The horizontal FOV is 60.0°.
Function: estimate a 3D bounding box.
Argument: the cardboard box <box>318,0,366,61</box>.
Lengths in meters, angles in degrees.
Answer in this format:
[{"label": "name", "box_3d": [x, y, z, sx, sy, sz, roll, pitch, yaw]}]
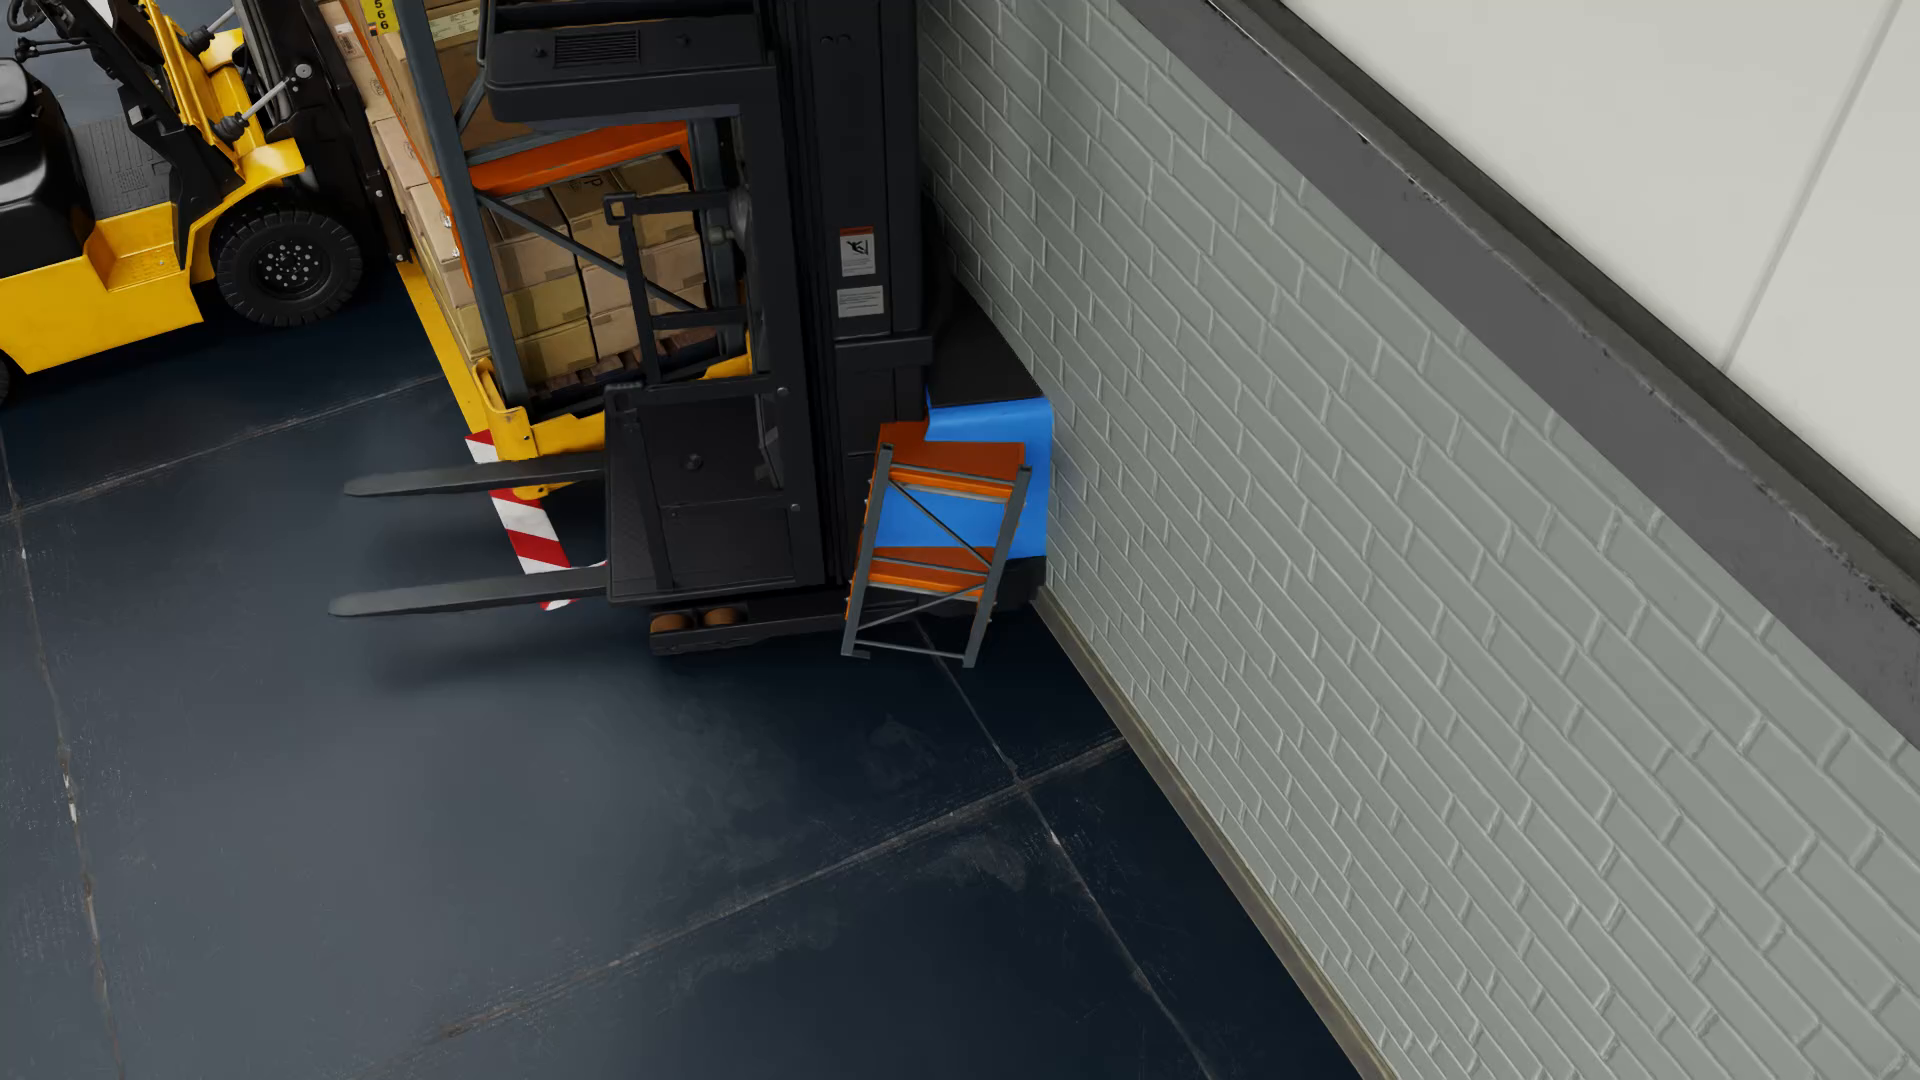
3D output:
[{"label": "cardboard box", "box_3d": [-2.555, -2.243, 7.495, 0.500, 0.250, 0.500, -22, 52, -18]}]

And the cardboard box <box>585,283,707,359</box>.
[{"label": "cardboard box", "box_3d": [-1.414, -1.093, 7.154, 0.500, 0.250, 0.500, -21, 52, -17]}]

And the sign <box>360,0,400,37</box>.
[{"label": "sign", "box_3d": [-1.852, -1.746, 5.250, 0.100, 0.325, 0.005, -21, 52, -18]}]

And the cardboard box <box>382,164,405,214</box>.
[{"label": "cardboard box", "box_3d": [-2.339, -1.757, 7.403, 0.500, 0.250, 0.500, -22, 52, -18]}]

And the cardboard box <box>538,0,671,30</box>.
[{"label": "cardboard box", "box_3d": [-1.343, -1.924, 6.266, 0.500, 0.500, 0.500, -20, 52, -16]}]

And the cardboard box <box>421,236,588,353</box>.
[{"label": "cardboard box", "box_3d": [-1.864, -1.080, 6.810, 0.500, 0.250, 0.500, -22, 52, -18]}]

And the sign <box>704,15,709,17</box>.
[{"label": "sign", "box_3d": [-0.867, -1.962, 5.738, 0.100, 0.325, 0.005, -21, 52, -18]}]

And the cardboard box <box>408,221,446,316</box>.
[{"label": "cardboard box", "box_3d": [-2.078, -1.239, 7.281, 0.500, 0.250, 0.500, -21, 52, -18]}]

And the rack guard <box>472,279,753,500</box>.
[{"label": "rack guard", "box_3d": [-1.352, -0.625, 6.857, 1.175, 0.500, 0.348, -21, 52, -18]}]

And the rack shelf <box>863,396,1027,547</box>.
[{"label": "rack shelf", "box_3d": [-0.028, -0.477, 5.939, 0.538, 0.278, 1.000, 9, 49, -5]}]

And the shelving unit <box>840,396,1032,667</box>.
[{"label": "shelving unit", "box_3d": [-0.077, -0.289, 6.158, 0.538, 1.125, 1.048, 9, 49, -5]}]

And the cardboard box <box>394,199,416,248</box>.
[{"label": "cardboard box", "box_3d": [-2.299, -1.577, 7.577, 0.500, 0.250, 0.500, -21, 52, -17]}]

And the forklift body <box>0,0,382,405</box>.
[{"label": "forklift body", "box_3d": [-3.853, -1.825, 6.810, 2.313, 2.155, 1.214, -21, 52, -18]}]

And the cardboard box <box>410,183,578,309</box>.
[{"label": "cardboard box", "box_3d": [-1.851, -1.227, 6.606, 0.500, 0.250, 0.500, -20, 52, -16]}]

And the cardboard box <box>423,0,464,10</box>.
[{"label": "cardboard box", "box_3d": [-1.714, -1.976, 5.683, 0.380, 0.149, 0.250, -21, 52, -17]}]

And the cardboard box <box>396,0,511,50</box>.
[{"label": "cardboard box", "box_3d": [-1.771, -1.846, 5.767, 0.380, 0.149, 0.250, -20, 52, -17]}]

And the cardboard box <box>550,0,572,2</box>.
[{"label": "cardboard box", "box_3d": [-1.288, -2.027, 5.925, 0.380, 0.149, 0.250, -22, 53, -18]}]

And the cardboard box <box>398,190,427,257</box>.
[{"label": "cardboard box", "box_3d": [-2.084, -1.419, 7.107, 0.500, 0.250, 0.500, -22, 52, -18]}]

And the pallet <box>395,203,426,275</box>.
[{"label": "pallet", "box_3d": [-2.305, -1.859, 8.128, 1.003, 0.211, 1.213, -21, 52, -18]}]

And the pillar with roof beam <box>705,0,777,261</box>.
[{"label": "pillar with roof beam", "box_3d": [-4.708, -2.733, 3.054, 9.100, 9.000, 0.400, -21, 52, -18]}]

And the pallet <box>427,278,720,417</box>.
[{"label": "pallet", "box_3d": [-1.750, -1.043, 7.415, 1.003, 0.211, 1.213, -21, 52, -18]}]

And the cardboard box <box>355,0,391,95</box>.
[{"label": "cardboard box", "box_3d": [-2.051, -2.086, 6.408, 0.500, 0.500, 0.500, -20, 52, -16]}]

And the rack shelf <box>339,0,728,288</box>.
[{"label": "rack shelf", "box_3d": [-2.278, -2.566, 7.372, 1.077, 0.370, 4.000, -21, 52, -18]}]

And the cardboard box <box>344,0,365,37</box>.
[{"label": "cardboard box", "box_3d": [-2.286, -2.429, 6.708, 0.500, 0.500, 0.500, -22, 52, -18]}]

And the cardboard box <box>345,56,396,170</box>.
[{"label": "cardboard box", "box_3d": [-2.330, -1.901, 7.196, 0.500, 0.250, 0.500, -21, 52, -17]}]

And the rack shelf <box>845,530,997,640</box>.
[{"label": "rack shelf", "box_3d": [-0.119, -0.132, 6.341, 0.538, 0.278, 1.000, 9, 49, -5]}]

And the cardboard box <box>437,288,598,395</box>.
[{"label": "cardboard box", "box_3d": [-1.859, -0.903, 6.987, 0.500, 0.250, 0.500, -21, 52, -17]}]

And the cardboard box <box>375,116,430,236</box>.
[{"label": "cardboard box", "box_3d": [-2.090, -1.567, 6.904, 0.500, 0.250, 0.500, -20, 52, -17]}]

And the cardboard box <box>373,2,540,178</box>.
[{"label": "cardboard box", "box_3d": [-1.822, -1.736, 6.102, 0.500, 0.500, 0.500, -22, 52, -18]}]

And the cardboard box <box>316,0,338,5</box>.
[{"label": "cardboard box", "box_3d": [-2.788, -2.597, 7.805, 0.500, 0.250, 0.500, -20, 52, -16]}]

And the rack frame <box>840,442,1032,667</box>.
[{"label": "rack frame", "box_3d": [-0.105, 0.093, 5.823, 0.500, 1.125, 0.032, 9, 49, -5]}]

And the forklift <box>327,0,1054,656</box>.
[{"label": "forklift", "box_3d": [-0.876, -0.960, 5.535, 3.031, 2.935, 1.130, -6, 49, -6]}]

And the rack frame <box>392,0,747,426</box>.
[{"label": "rack frame", "box_3d": [-1.363, -1.464, 5.930, 1.000, 3.000, 0.127, -21, 52, -18]}]

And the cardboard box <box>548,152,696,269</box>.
[{"label": "cardboard box", "box_3d": [-1.415, -1.413, 6.769, 0.500, 0.250, 0.500, -22, 52, -18]}]

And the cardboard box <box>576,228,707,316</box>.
[{"label": "cardboard box", "box_3d": [-1.394, -1.248, 6.957, 0.500, 0.250, 0.500, -20, 52, -17]}]
